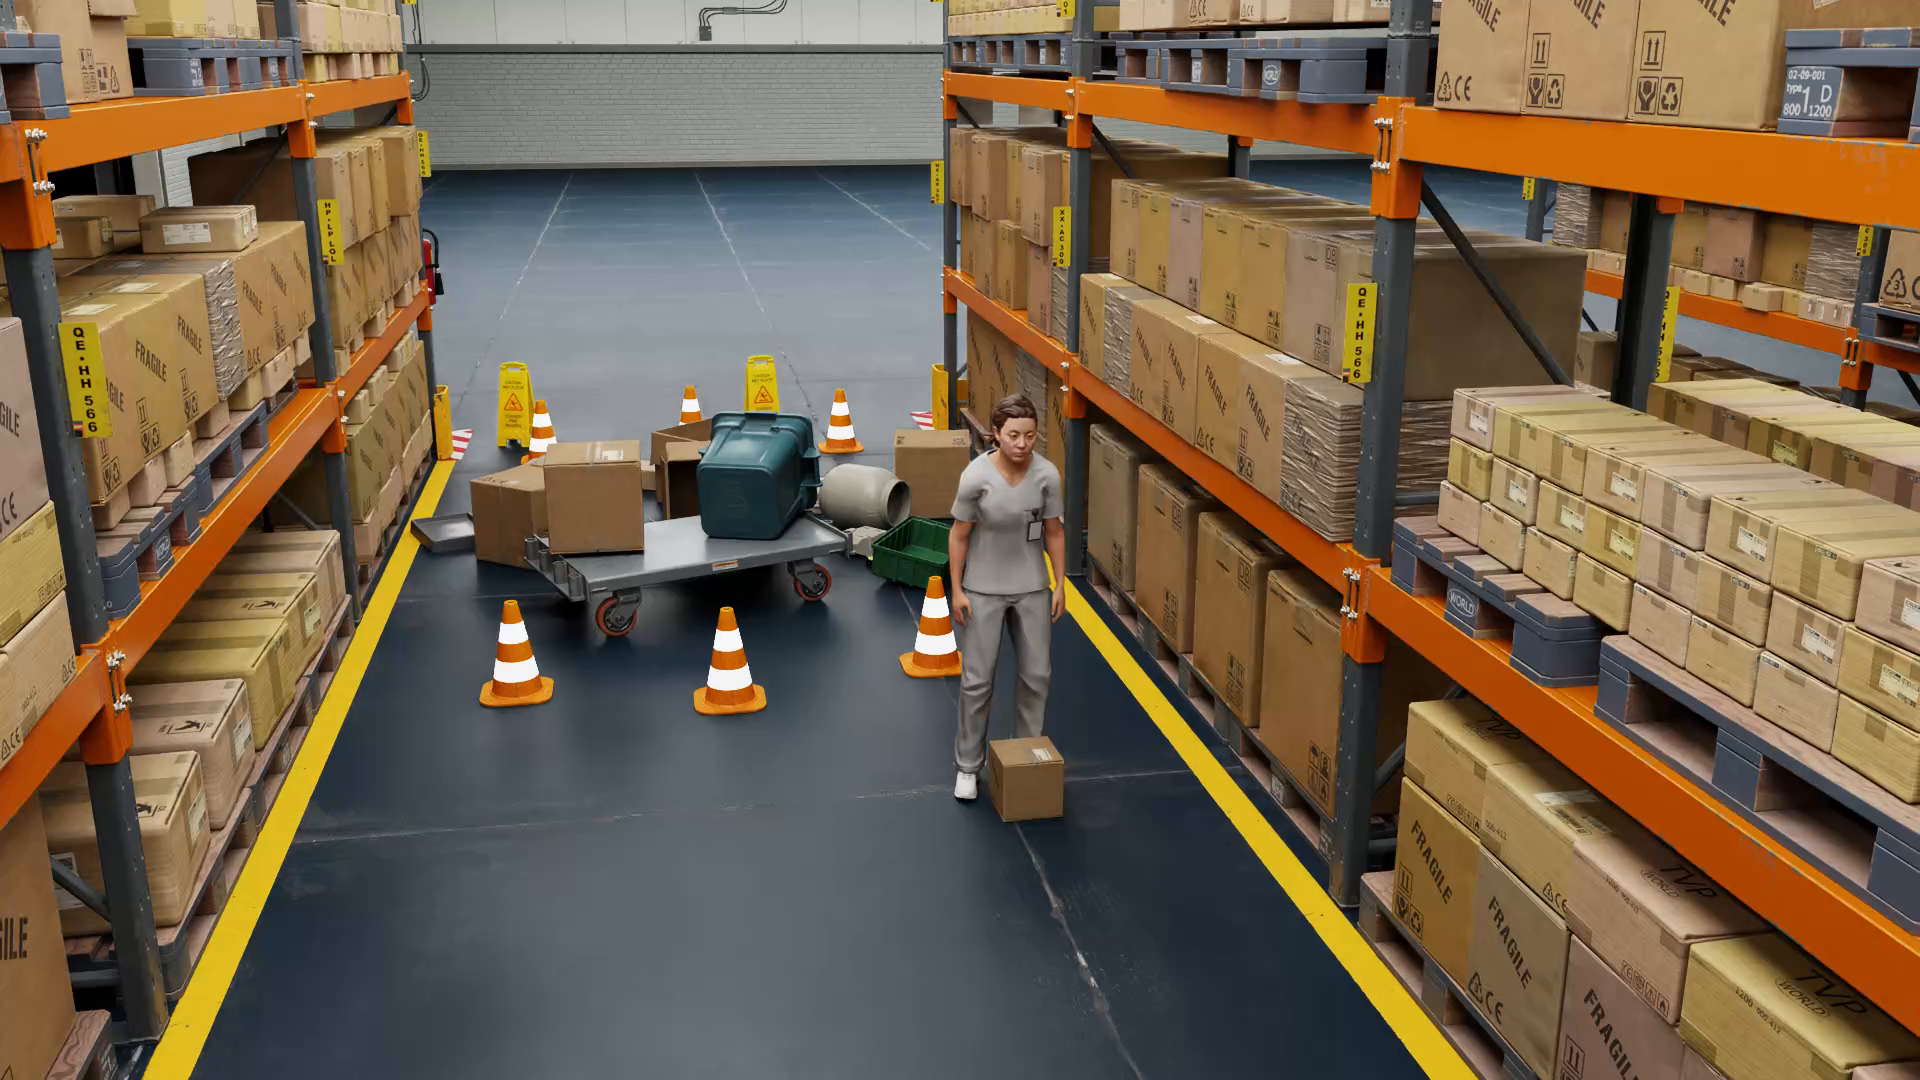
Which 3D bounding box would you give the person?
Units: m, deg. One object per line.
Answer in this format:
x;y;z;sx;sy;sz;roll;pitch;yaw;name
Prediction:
0.197;0.221;6.788;0.487;1.673;0.361;-3;17;-11;person
